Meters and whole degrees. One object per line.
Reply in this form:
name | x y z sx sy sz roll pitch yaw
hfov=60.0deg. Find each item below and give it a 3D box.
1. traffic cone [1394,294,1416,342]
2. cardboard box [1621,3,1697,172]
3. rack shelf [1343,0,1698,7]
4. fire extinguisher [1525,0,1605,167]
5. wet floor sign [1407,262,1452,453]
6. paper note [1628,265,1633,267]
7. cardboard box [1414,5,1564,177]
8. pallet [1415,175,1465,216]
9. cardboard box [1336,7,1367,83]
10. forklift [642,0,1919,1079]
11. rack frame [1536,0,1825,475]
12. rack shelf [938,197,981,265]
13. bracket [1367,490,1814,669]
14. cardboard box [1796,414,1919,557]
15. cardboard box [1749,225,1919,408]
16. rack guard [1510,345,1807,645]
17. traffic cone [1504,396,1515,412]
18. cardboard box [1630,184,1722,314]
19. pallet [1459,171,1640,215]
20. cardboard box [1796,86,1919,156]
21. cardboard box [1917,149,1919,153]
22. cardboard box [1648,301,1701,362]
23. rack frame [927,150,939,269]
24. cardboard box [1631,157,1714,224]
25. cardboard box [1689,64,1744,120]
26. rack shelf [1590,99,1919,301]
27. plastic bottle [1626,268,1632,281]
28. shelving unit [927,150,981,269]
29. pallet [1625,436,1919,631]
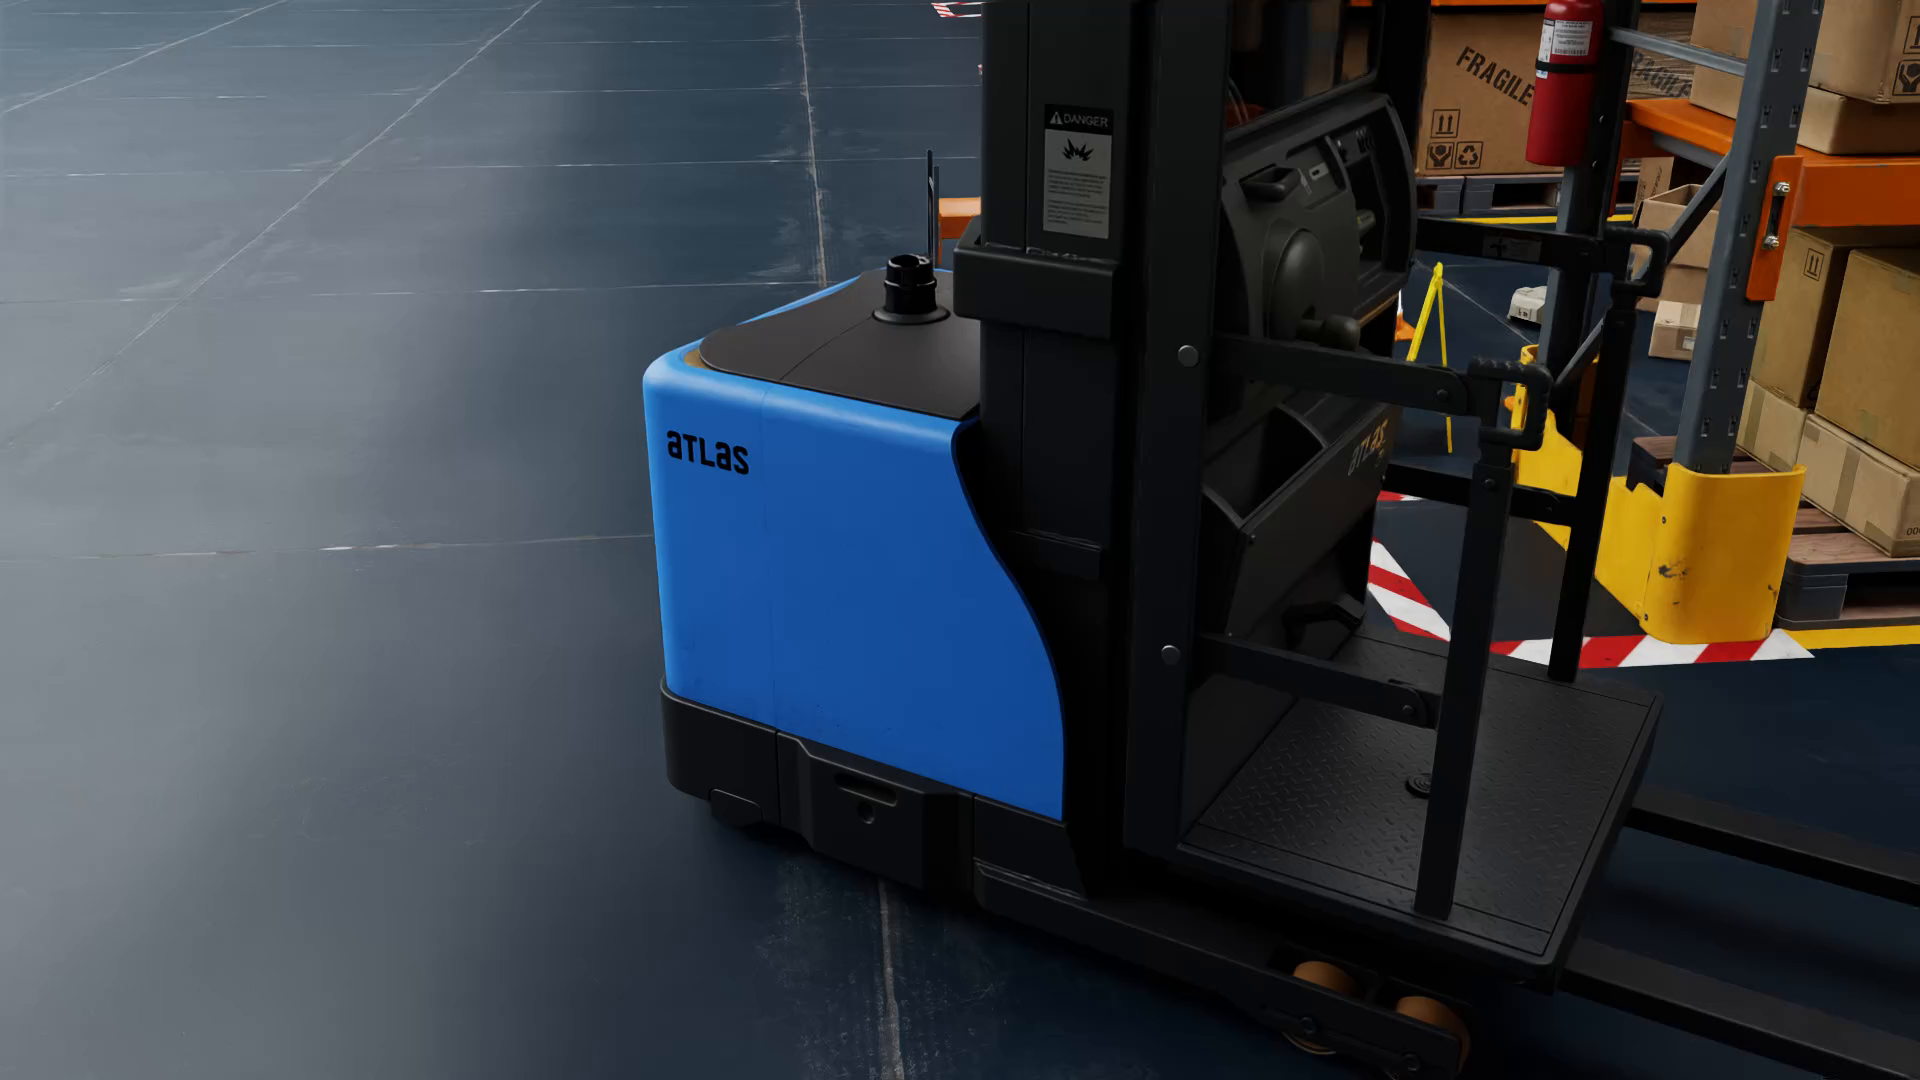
traffic cone | 1.827 -1.133 7.230 0.334 0.463 0.336 -2 24 -5
cardboard box | 3.838 -2.662 9.644 0.875 0.875 0.875 -2 24 -5
rack shelf | 3.377 -3.067 9.342 4.000 0.370 1.077 -2 24 -5
fire extinguisher | 1.814 -1.465 4.948 0.183 0.674 0.296 -2 24 -5
wet floor sign | 1.679 -0.668 5.958 0.232 0.644 0.267 6 25 13
paper note | 3.378 -1.368 8.316 0.123 0.001 0.032 10 26 22
cardboard box | 2.930 -2.626 9.564 0.875 0.875 0.875 -3 24 -6
pallet | 2.175 -2.105 9.726 1.213 0.211 1.003 -2 24 -5
cardboard box | 2.872 -3.567 9.067 2.515 2.999 0.987 -2 24 -4
forklift | 0.851 -0.589 2.966 3.031 2.935 1.130 14 27 28
rack frame | 1.974 -1.319 4.524 0.127 3.000 1.000 -2 24 -5
rack shelf | 0.165 -0.914 4.862 0.480 0.148 0.258 -2 24 -5
bracket | 1.726 0.065 5.103 1.079 0.001 1.378 -2 24 -5
cardboard box | 2.804 -0.175 4.818 0.500 0.250 0.500 -2 24 -6
cardboard box | 2.745 -0.734 5.154 0.500 0.500 0.500 -2 24 -5
rack guard | 2.049 -0.180 5.038 0.348 0.500 1.175 -2 24 -5
traffic cone | 2.275 -0.698 6.251 0.334 0.463 0.336 -2 24 -5
cardboard box | 3.473 -1.271 7.491 0.797 0.503 0.637 22 32 40
pallet | 3.386 -2.152 9.832 1.213 0.211 1.003 -2 24 -5
cardboard box | 2.332 -1.134 4.417 0.250 0.149 0.380 -2 24 -5
cardboard box | 2.582 -1.150 4.453 0.250 0.149 0.380 -2 24 -4
cardboard box | 3.079 -0.885 7.057 0.250 0.149 0.380 10 26 22
rack frame | -0.078 -0.545 4.999 0.015 1.200 0.240 -2 24 -5
cardboard box | 3.923 -1.857 8.810 0.500 0.500 0.500 2 24 4
cardboard box | 2.325 -1.305 4.803 0.250 0.149 0.380 -1 24 -3
rack shelf | 3.964 -1.070 4.850 4.000 0.370 1.077 -2 24 -5
plastic bottle | 3.395 -1.294 8.085 0.283 0.061 0.133 -11 26 -23
shelving unit | 0.165 -0.555 5.021 0.503 1.200 0.258 -2 24 -5
pallet | 2.861 -0.066 5.138 1.213 0.211 1.003 -2 24 -5
